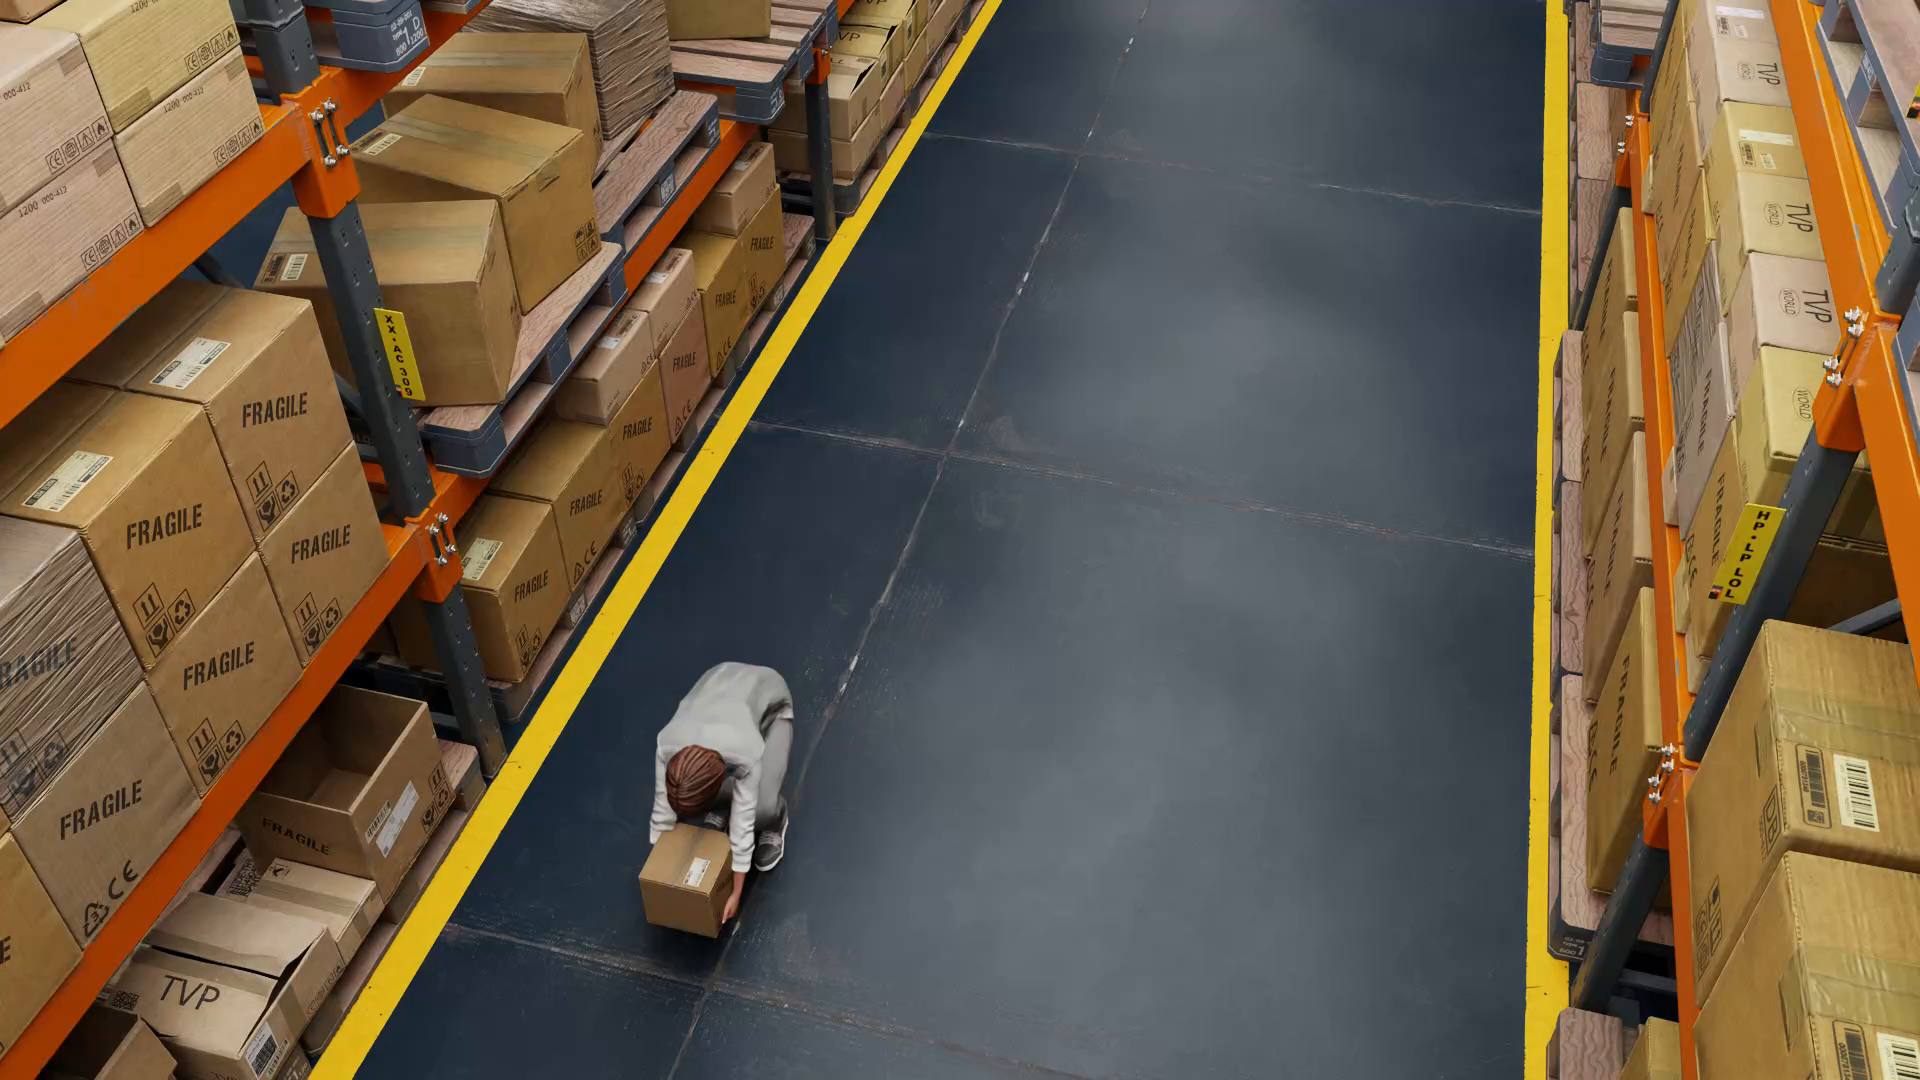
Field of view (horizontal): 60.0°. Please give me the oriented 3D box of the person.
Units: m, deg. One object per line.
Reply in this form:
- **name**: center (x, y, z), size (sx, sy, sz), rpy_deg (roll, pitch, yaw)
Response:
- **person**: center (-0.817, 0.834, 5.762), size (0.419, 0.892, 0.847), rpy_deg (9, 42, 10)
